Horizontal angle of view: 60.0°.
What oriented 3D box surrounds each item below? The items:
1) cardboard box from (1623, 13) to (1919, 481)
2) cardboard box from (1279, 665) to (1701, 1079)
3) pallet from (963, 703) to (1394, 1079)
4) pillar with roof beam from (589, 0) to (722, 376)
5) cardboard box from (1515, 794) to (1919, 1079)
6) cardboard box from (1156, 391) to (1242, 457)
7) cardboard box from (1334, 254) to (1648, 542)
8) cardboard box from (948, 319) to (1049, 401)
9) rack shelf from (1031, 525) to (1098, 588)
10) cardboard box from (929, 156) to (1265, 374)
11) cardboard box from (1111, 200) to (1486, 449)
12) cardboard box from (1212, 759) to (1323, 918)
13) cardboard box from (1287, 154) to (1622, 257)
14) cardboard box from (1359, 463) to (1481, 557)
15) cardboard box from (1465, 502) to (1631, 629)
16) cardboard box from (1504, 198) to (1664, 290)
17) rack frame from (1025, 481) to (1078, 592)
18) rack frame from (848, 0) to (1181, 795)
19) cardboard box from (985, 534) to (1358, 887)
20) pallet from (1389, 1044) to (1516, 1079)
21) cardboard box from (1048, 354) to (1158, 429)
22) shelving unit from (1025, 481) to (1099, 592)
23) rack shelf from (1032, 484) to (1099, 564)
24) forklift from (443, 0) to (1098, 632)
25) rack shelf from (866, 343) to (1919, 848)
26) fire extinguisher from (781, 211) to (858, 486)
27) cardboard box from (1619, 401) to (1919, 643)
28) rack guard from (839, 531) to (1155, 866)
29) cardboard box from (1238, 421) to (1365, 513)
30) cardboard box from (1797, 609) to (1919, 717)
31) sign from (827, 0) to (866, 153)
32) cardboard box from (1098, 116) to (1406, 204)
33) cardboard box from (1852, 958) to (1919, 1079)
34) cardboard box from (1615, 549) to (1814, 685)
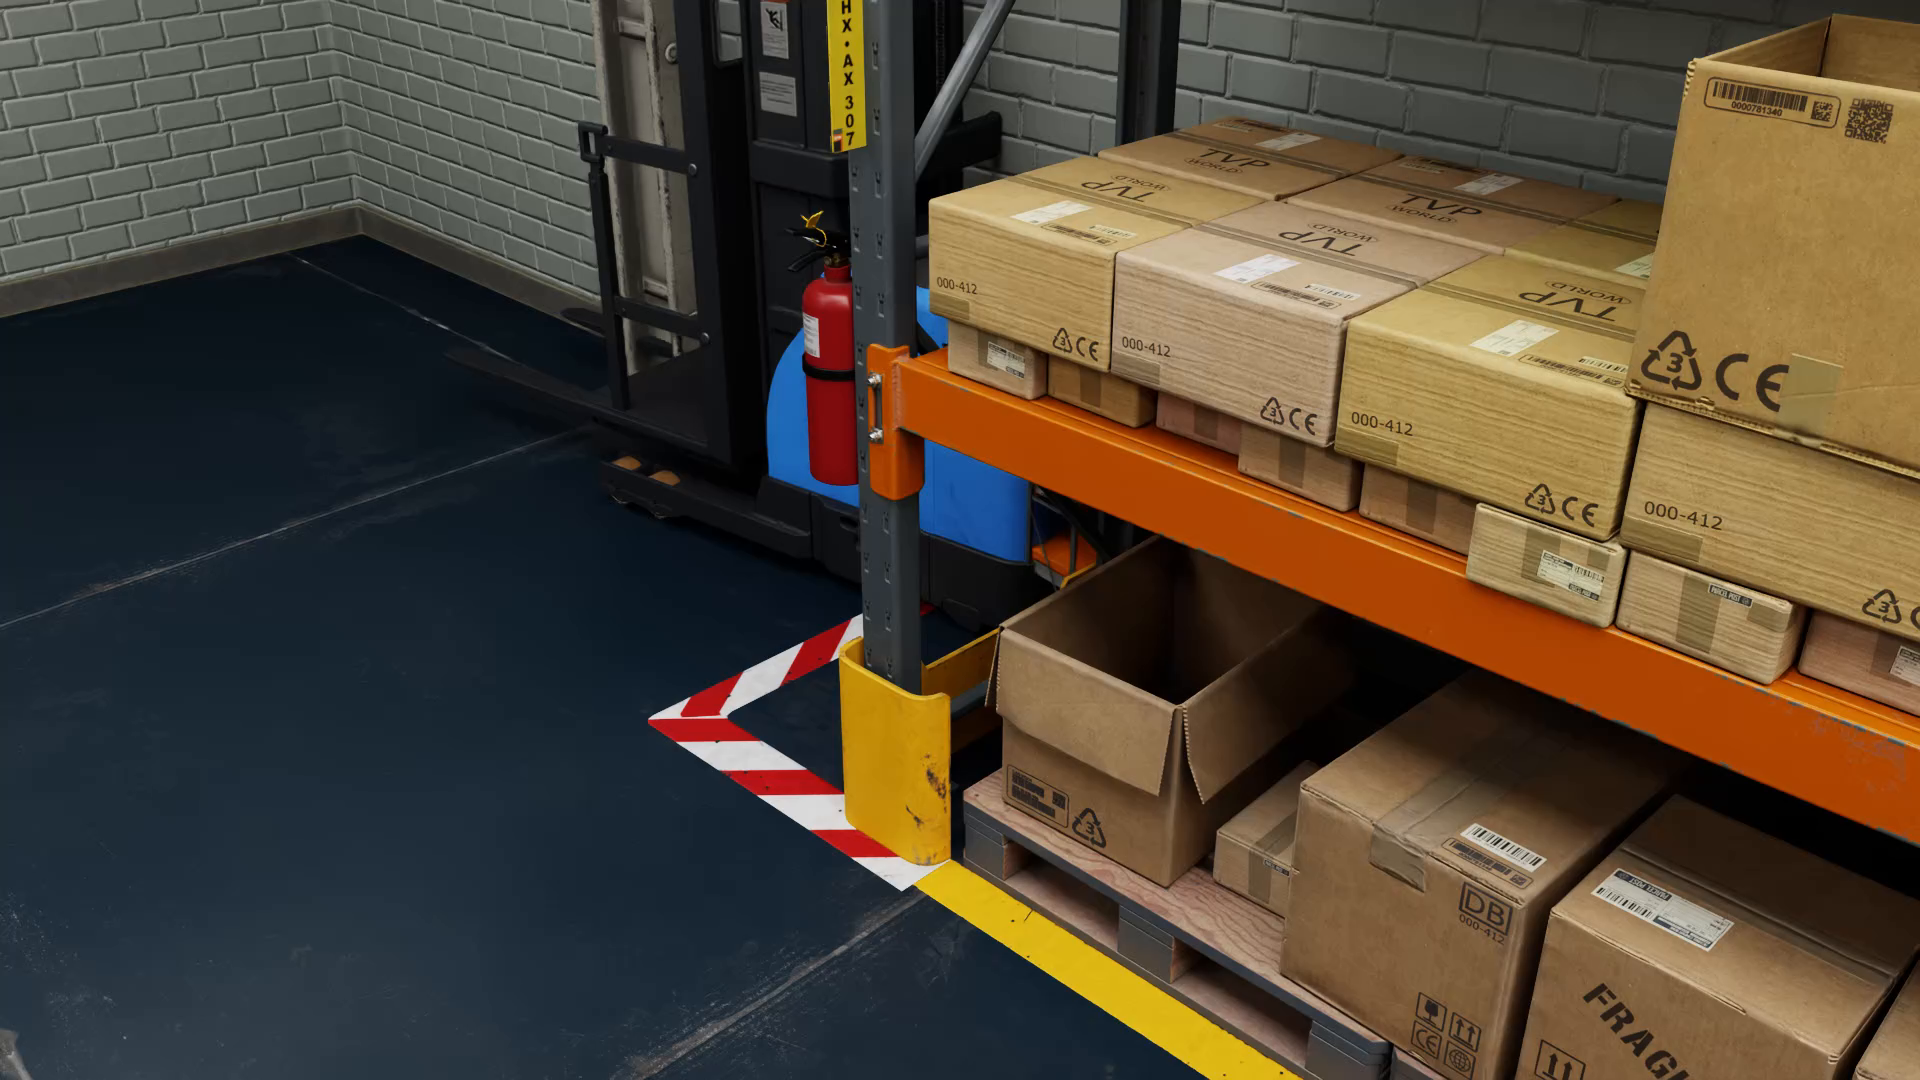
[{"bbox_3d":[1.353,-0.439,2.397,0.500,0.500,0.500,-24,36,-38],"label":"cardboard box"},{"bbox_3d":[1.101,0.675,3.478,0.700,0.500,0.500,-24,36,-37],"label":"cardboard box"},{"bbox_3d":[0.772,0.751,4.096,1.213,0.211,1.003,25,36,38],"label":"pallet"},{"bbox_3d":[-4.160,-3.174,2.117,0.400,9.000,9.100,25,36,38],"label":"pillar with roof beam"},{"bbox_3d":[1.408,0.881,3.087,0.500,0.500,0.500,-24,36,-38],"label":"cardboard box"},{"bbox_3d":[0.617,-0.317,3.400,0.250,0.149,0.380,24,36,38],"label":"cardboard box"},{"bbox_3d":[1.007,-0.267,2.877,0.500,0.250,0.500,24,36,37],"label":"cardboard box"},{"bbox_3d":[0.191,-0.459,3.669,0.250,0.149,0.380,24,36,38],"label":"cardboard box"},{"bbox_3d":[0.355,0.111,4.993,0.240,0.259,0.215,-25,40,-34],"label":"rack shelf"},{"bbox_3d":[0.284,-0.596,3.502,0.500,0.250,0.500,25,37,39],"label":"cardboard box"},{"bbox_3d":[0.643,-0.432,3.189,0.500,0.250,0.500,-25,37,-39],"label":"cardboard box"},{"bbox_3d":[0.794,0.690,3.826,0.250,0.149,0.380,23,35,37],"label":"cardboard box"},{"bbox_3d":[1.030,-0.603,3.515,0.500,0.250,0.500,25,36,39],"label":"cardboard box"},{"bbox_3d":[0.947,-0.129,3.043,0.380,0.149,0.250,-25,36,-38],"label":"cardboard box"},{"bbox_3d":[1.075,-0.022,2.839,0.250,0.149,0.380,23,36,37],"label":"cardboard box"},{"bbox_3d":[1.380,-0.440,3.205,0.500,0.250,0.500,-24,36,-38],"label":"cardboard box"},{"bbox_3d":[0.264,-0.089,4.769,0.008,1.050,0.200,-25,40,-34],"label":"rack frame"},{"bbox_3d":[0.149,-0.768,3.988,0.127,3.000,1.000,25,36,38],"label":"rack frame"},{"bbox_3d":[0.519,0.382,4.032,0.637,0.503,0.797,23,35,37],"label":"cardboard box"},{"bbox_3d":[1.638,1.149,3.339,1.213,0.211,1.003,25,36,38],"label":"pallet"},{"bbox_3d":[0.405,-0.391,3.541,0.380,0.149,0.250,-24,36,-38],"label":"cardboard box"},{"bbox_3d":[0.356,-0.132,4.838,0.252,1.050,0.215,-25,40,-34],"label":"shelving unit"},{"bbox_3d":[0.356,-0.123,4.843,0.240,0.259,0.215,-25,40,-34],"label":"rack shelf"},{"bbox_3d":[-0.680,-1.550,5.548,3.031,2.935,1.130,19,33,32],"label":"forklift"},{"bbox_3d":[1.575,0.203,2.914,4.000,0.370,1.077,25,36,38],"label":"rack shelf"},{"bbox_3d":[-0.280,-0.464,3.892,0.183,0.674,0.296,25,36,38],"label":"fire extinguisher"},{"bbox_3d":[1.387,-0.108,2.573,0.500,0.250,0.500,23,36,37],"label":"cardboard box"},{"bbox_3d":[0.203,0.363,4.523,0.348,0.500,1.175,25,36,38],"label":"rack guard"},{"bbox_3d":[0.754,-0.214,3.204,0.380,0.149,0.250,-24,36,-38],"label":"cardboard box"},{"bbox_3d":[1.509,0.118,2.572,0.250,0.149,0.380,24,36,38],"label":"cardboard box"},{"bbox_3d":[-0.231,-0.971,3.444,0.005,0.325,0.100,25,36,38],"label":"sign"},{"bbox_3d":[0.663,-0.772,3.836,0.500,0.250,0.500,-24,36,-38],"label":"cardboard box"},{"bbox_3d":[1.841,1.014,2.834,0.500,0.500,0.700,23,35,37],"label":"cardboard box"},{"bbox_3d":[1.277,0.057,2.688,0.380,0.149,0.250,-24,36,-38],"label":"cardboard box"}]
